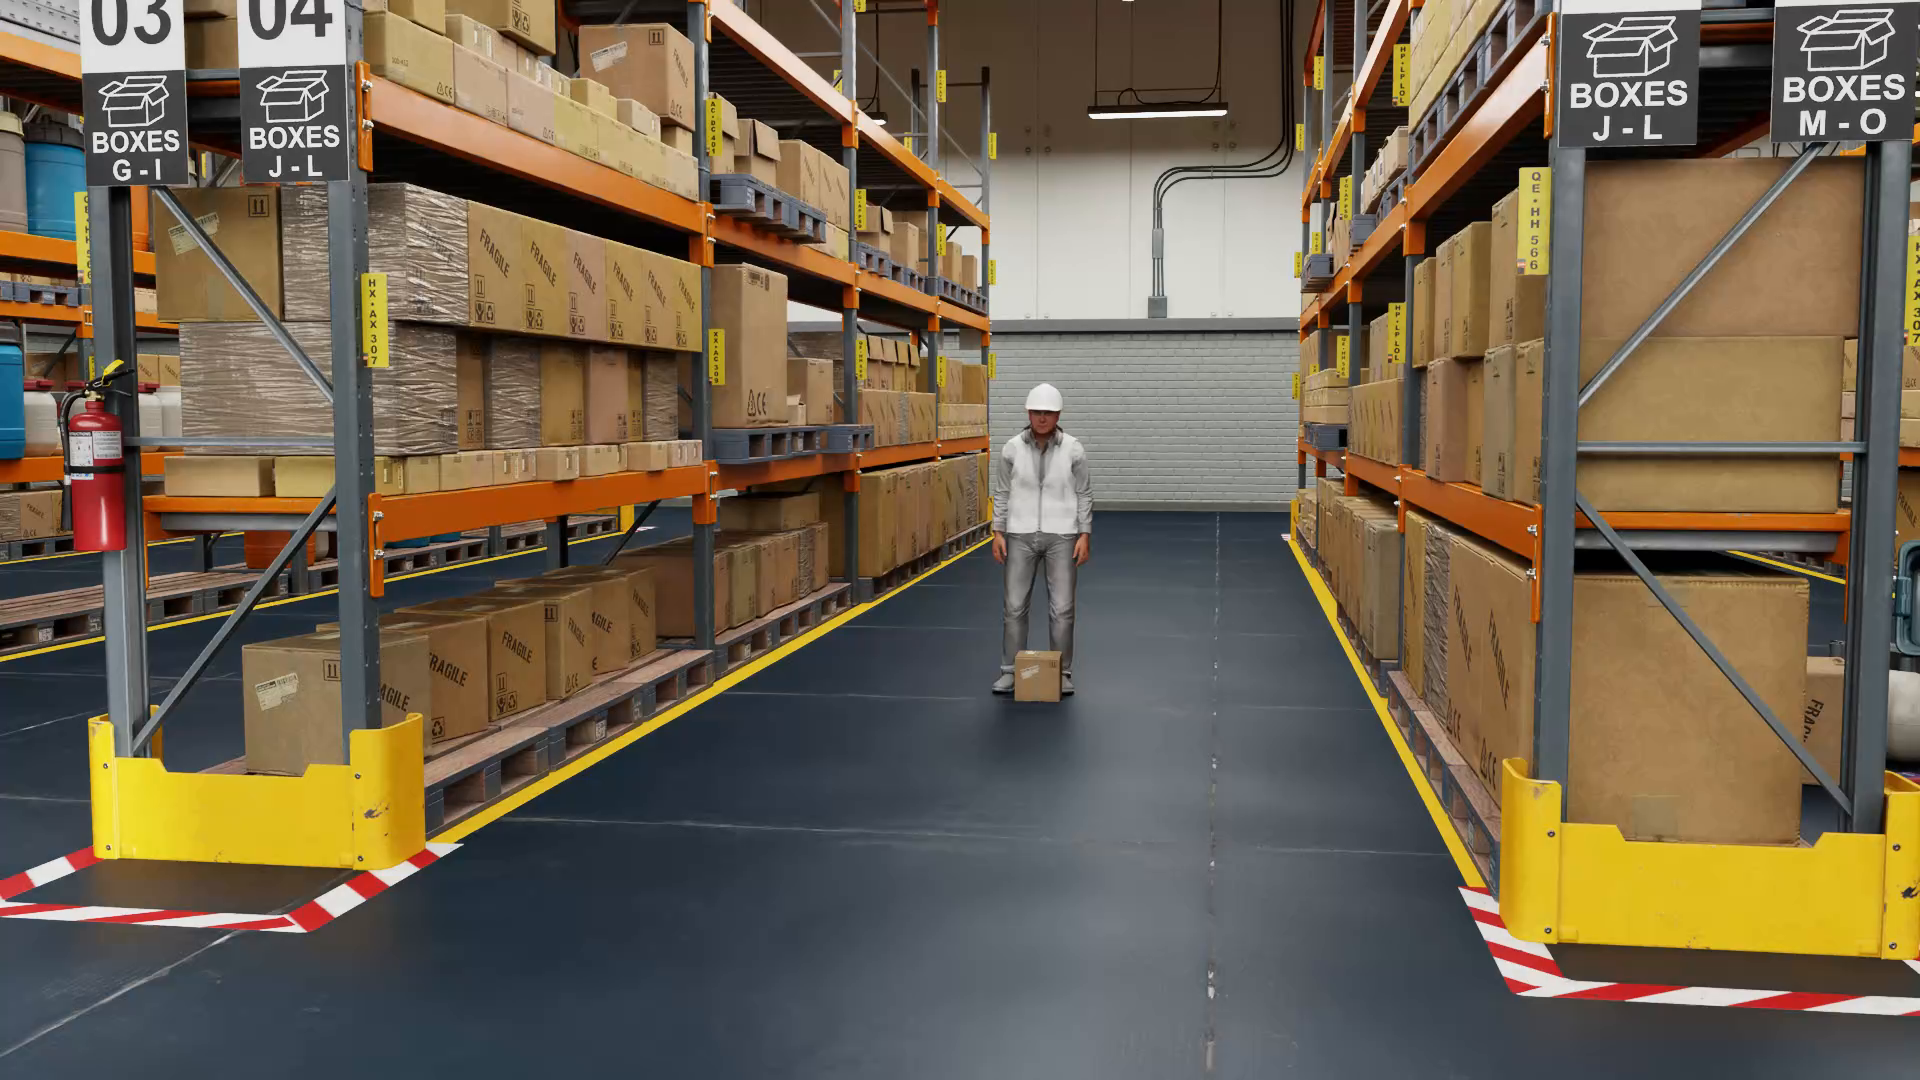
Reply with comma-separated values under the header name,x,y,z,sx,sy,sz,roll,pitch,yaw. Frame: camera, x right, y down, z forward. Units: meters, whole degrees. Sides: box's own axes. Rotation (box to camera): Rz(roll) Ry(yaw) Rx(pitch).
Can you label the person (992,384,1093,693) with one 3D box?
name,x,y,z,sx,sy,sz,roll,pitch,yaw
person,0.472,-0.010,9.589,0.580,1.772,0.460,1,4,9
